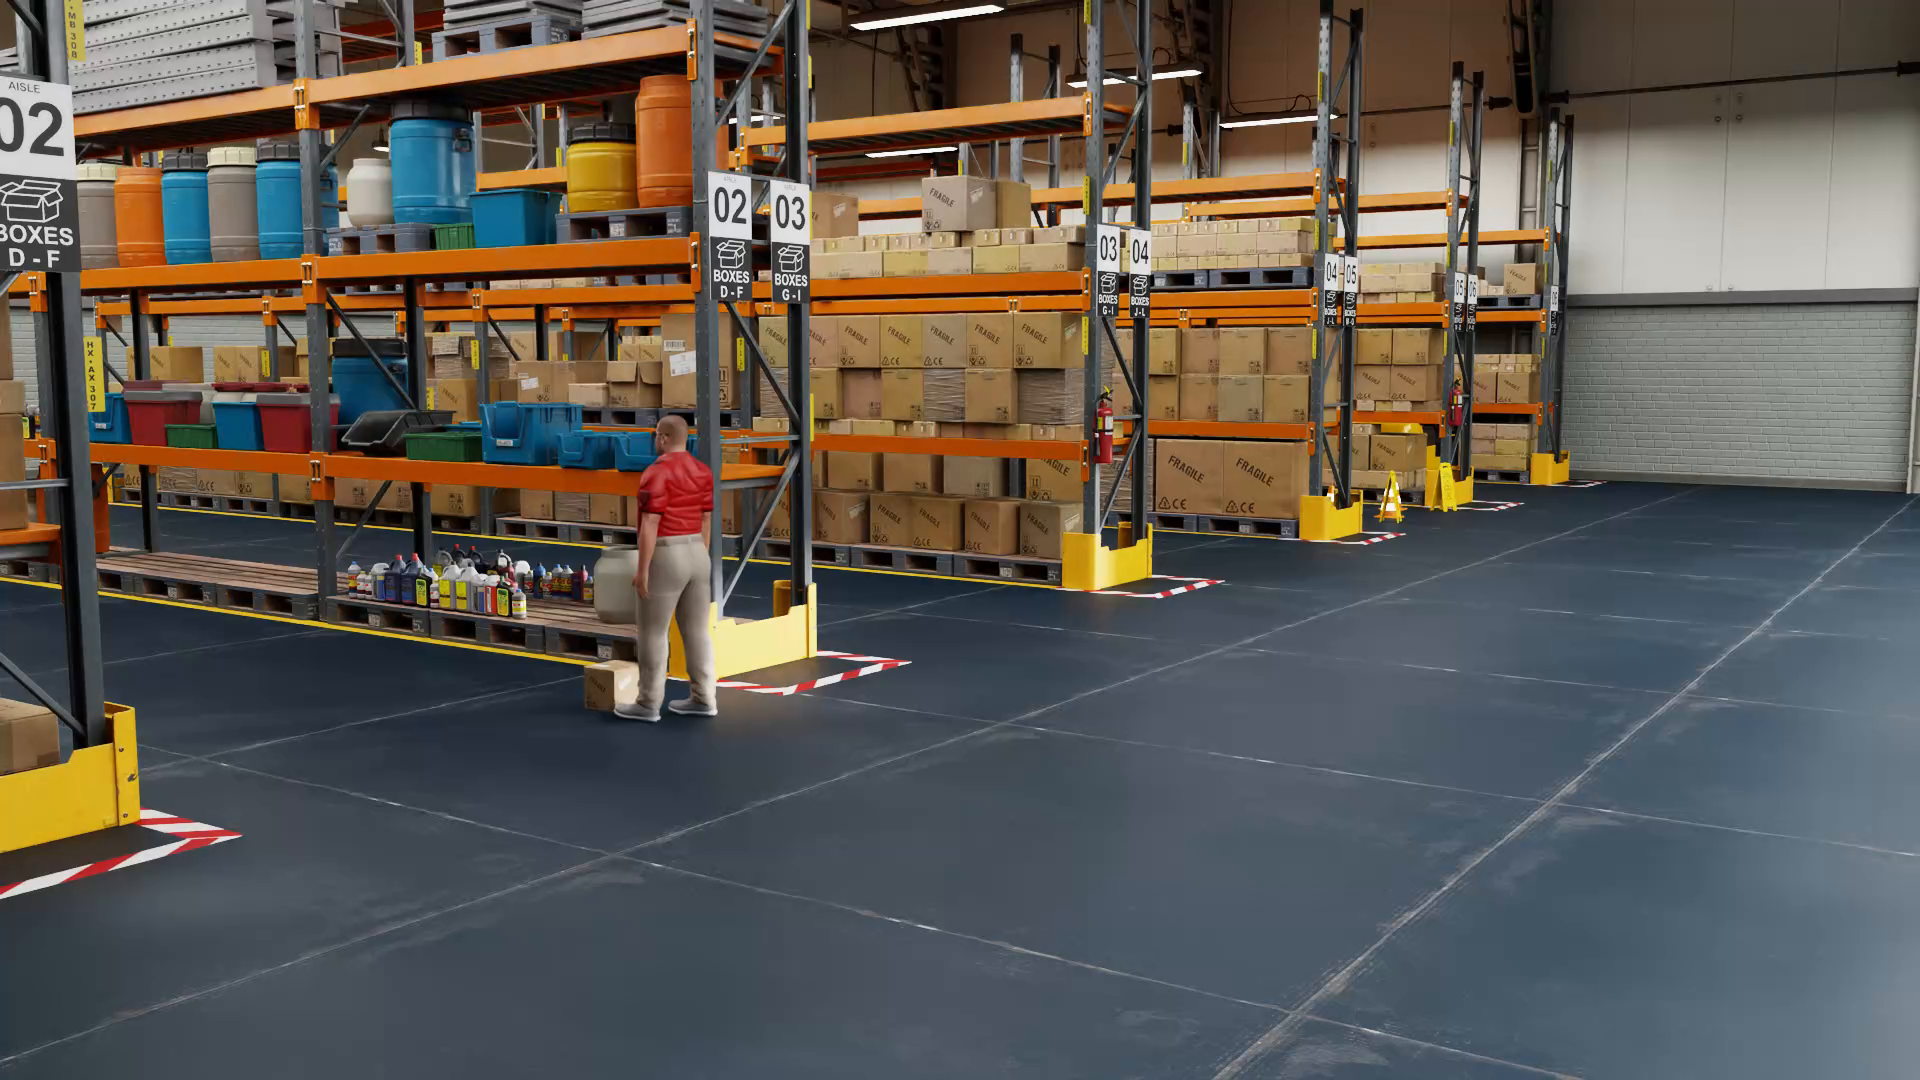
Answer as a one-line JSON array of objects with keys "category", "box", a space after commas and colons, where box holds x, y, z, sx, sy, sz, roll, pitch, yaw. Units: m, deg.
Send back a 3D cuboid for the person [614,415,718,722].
[{"category": "person", "box": [-1.682, 0.151, 9.450, 0.494, 1.724, 0.533, 4, 8, 35]}]
